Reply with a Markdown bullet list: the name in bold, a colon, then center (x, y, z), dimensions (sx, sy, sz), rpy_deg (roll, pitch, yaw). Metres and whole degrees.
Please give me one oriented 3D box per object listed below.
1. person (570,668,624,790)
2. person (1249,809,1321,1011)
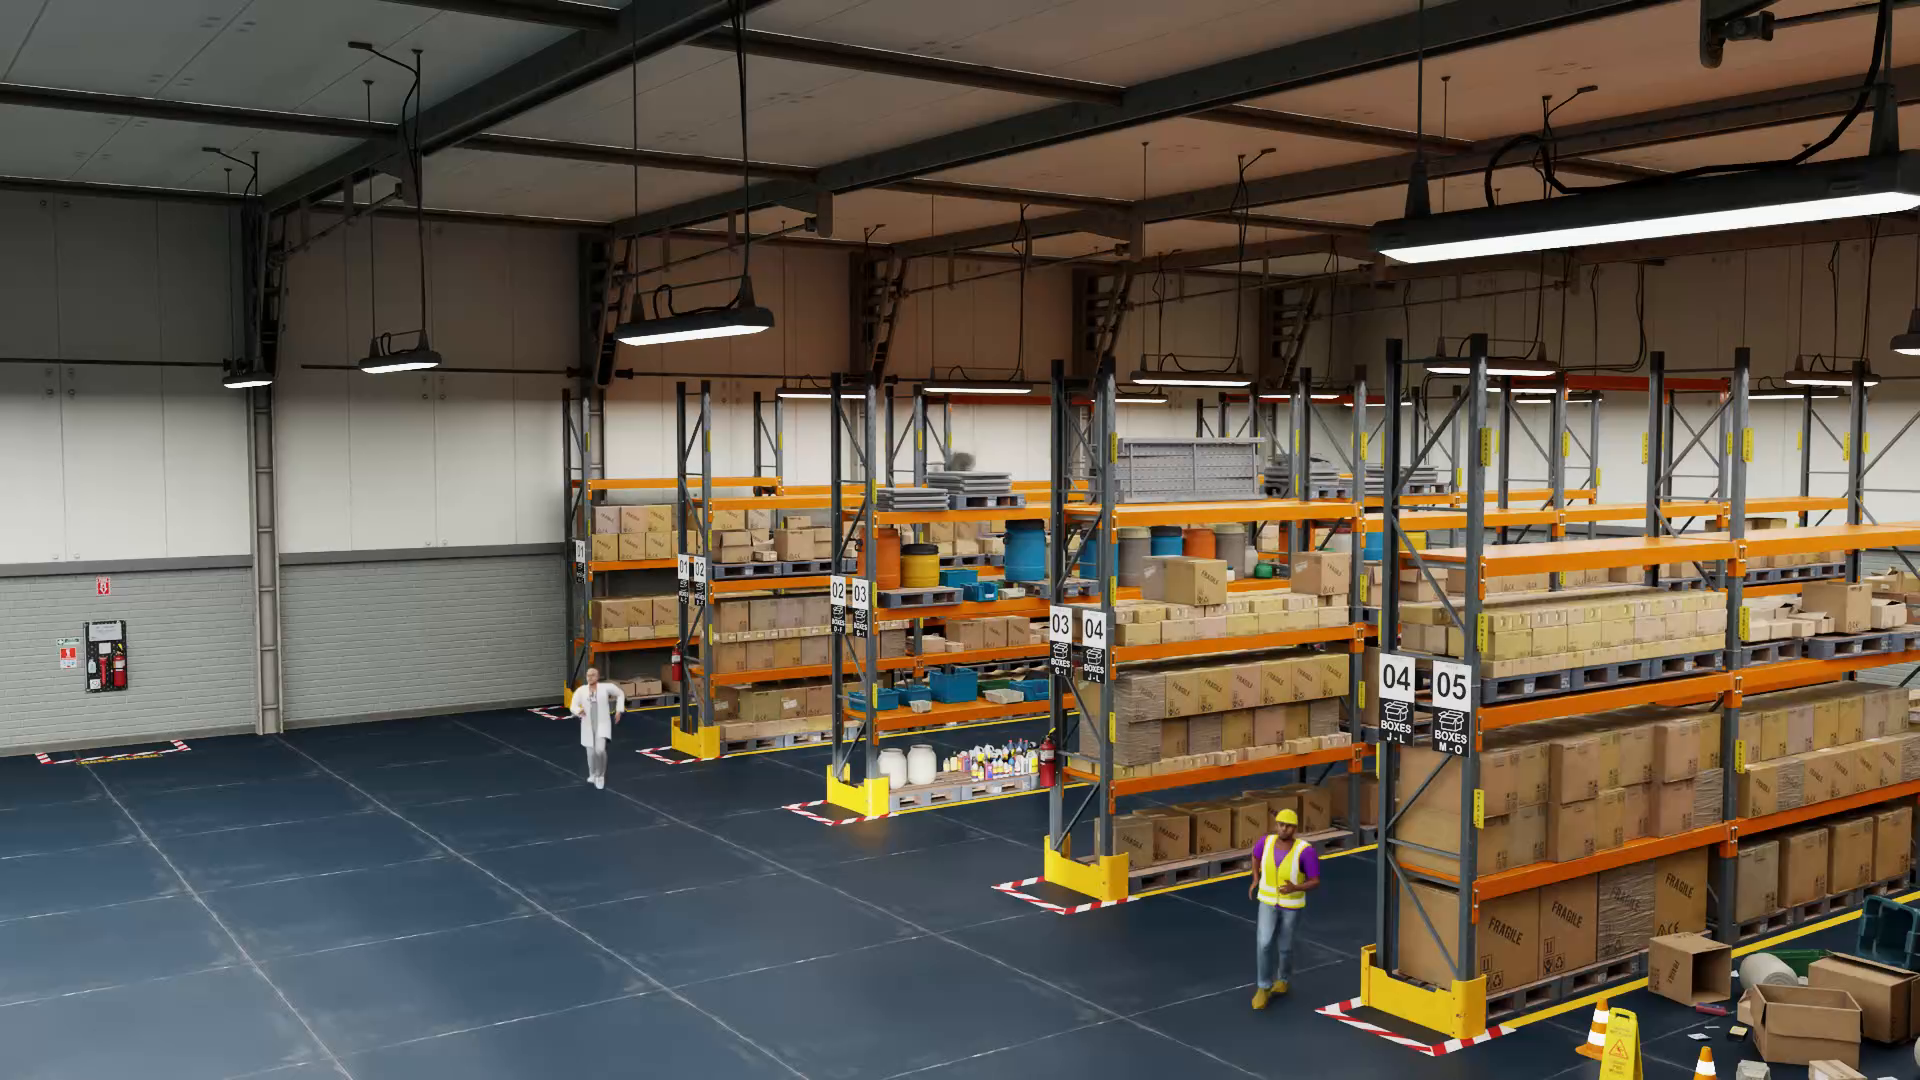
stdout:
- **person**: center (-5.261, 2.713, 24.094), dimensions (0.729, 1.735, 0.903), rpy_deg (0, 4, 0)
- **person**: center (2.923, 3.311, 15.058), dimensions (0.683, 1.784, 0.668), rpy_deg (2, 4, 23)
